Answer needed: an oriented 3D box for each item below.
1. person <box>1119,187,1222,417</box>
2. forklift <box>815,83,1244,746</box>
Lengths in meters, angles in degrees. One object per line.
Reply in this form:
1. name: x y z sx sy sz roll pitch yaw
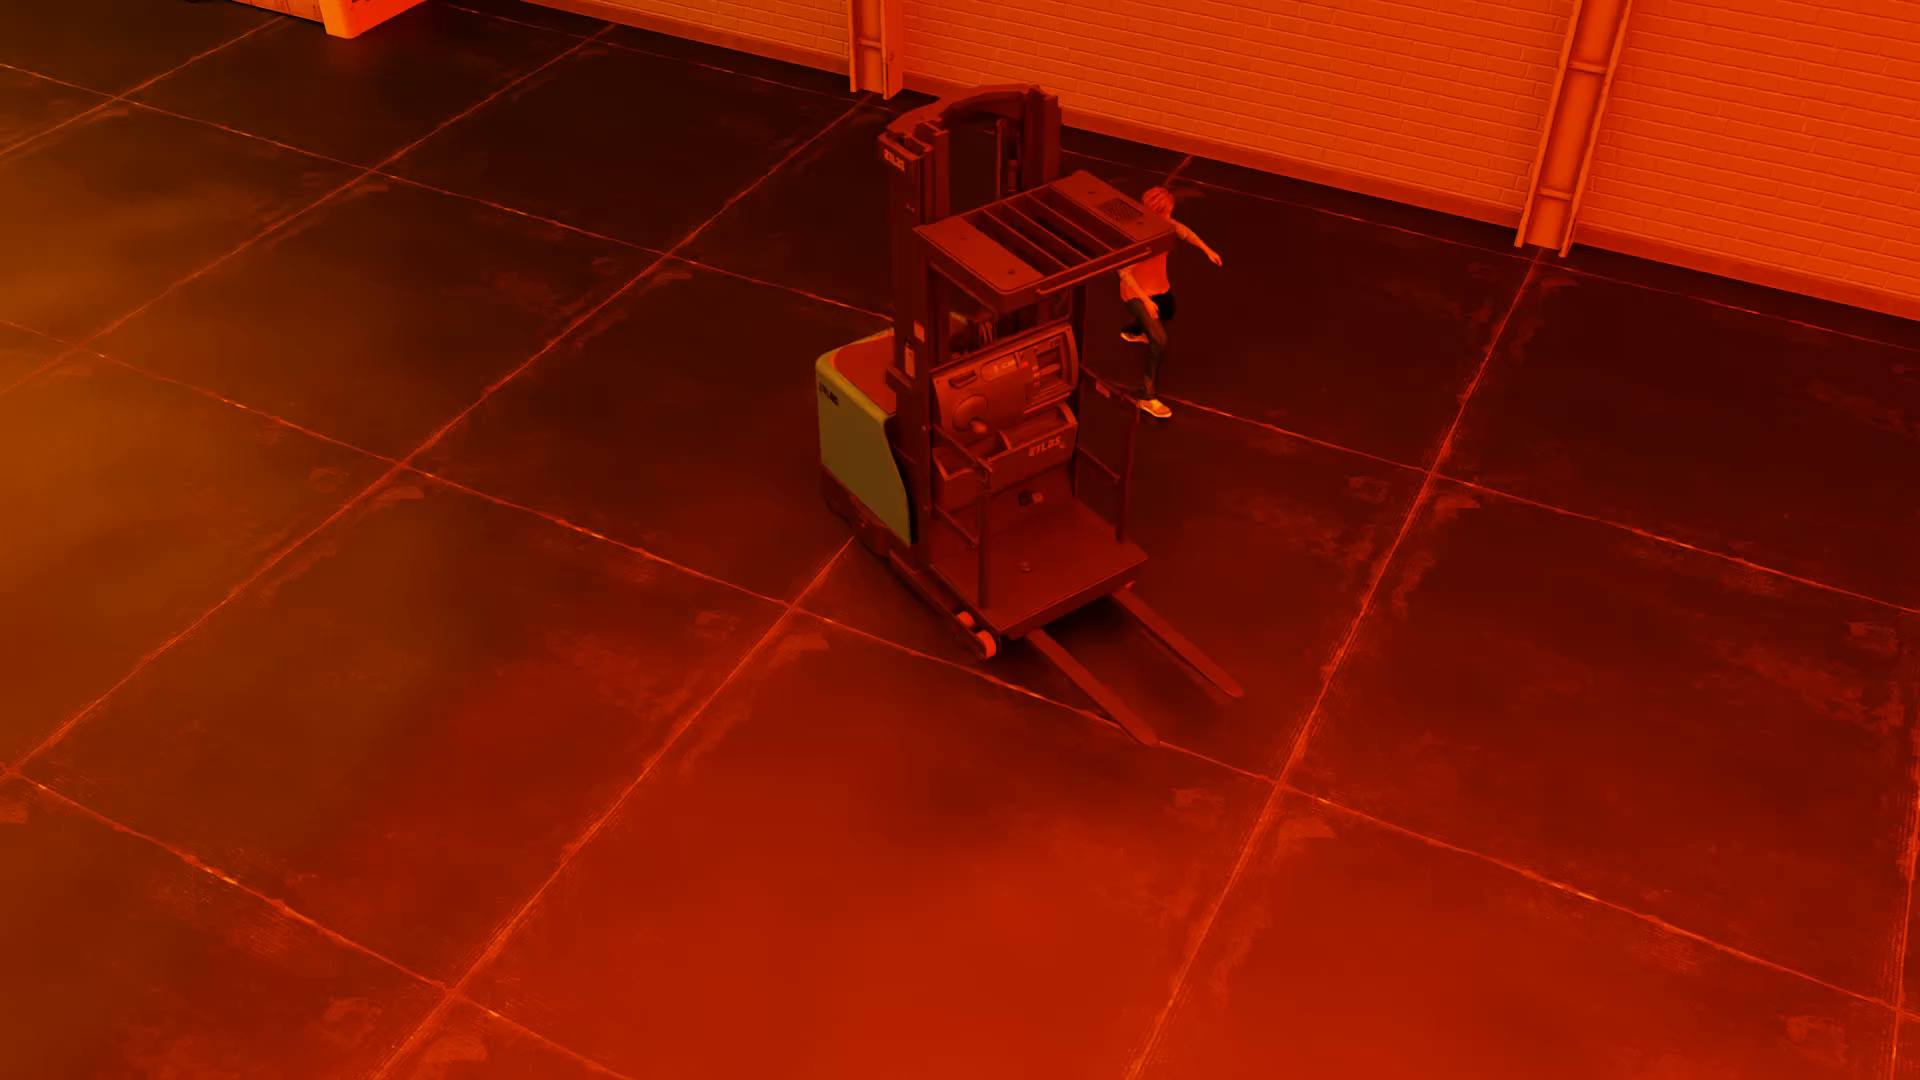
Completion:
1. person: 1.334 -1.697 11.200 0.842 1.460 0.880 27 47 28
2. forklift: 0.380 -0.798 8.934 1.130 2.935 3.031 -25 46 -26
